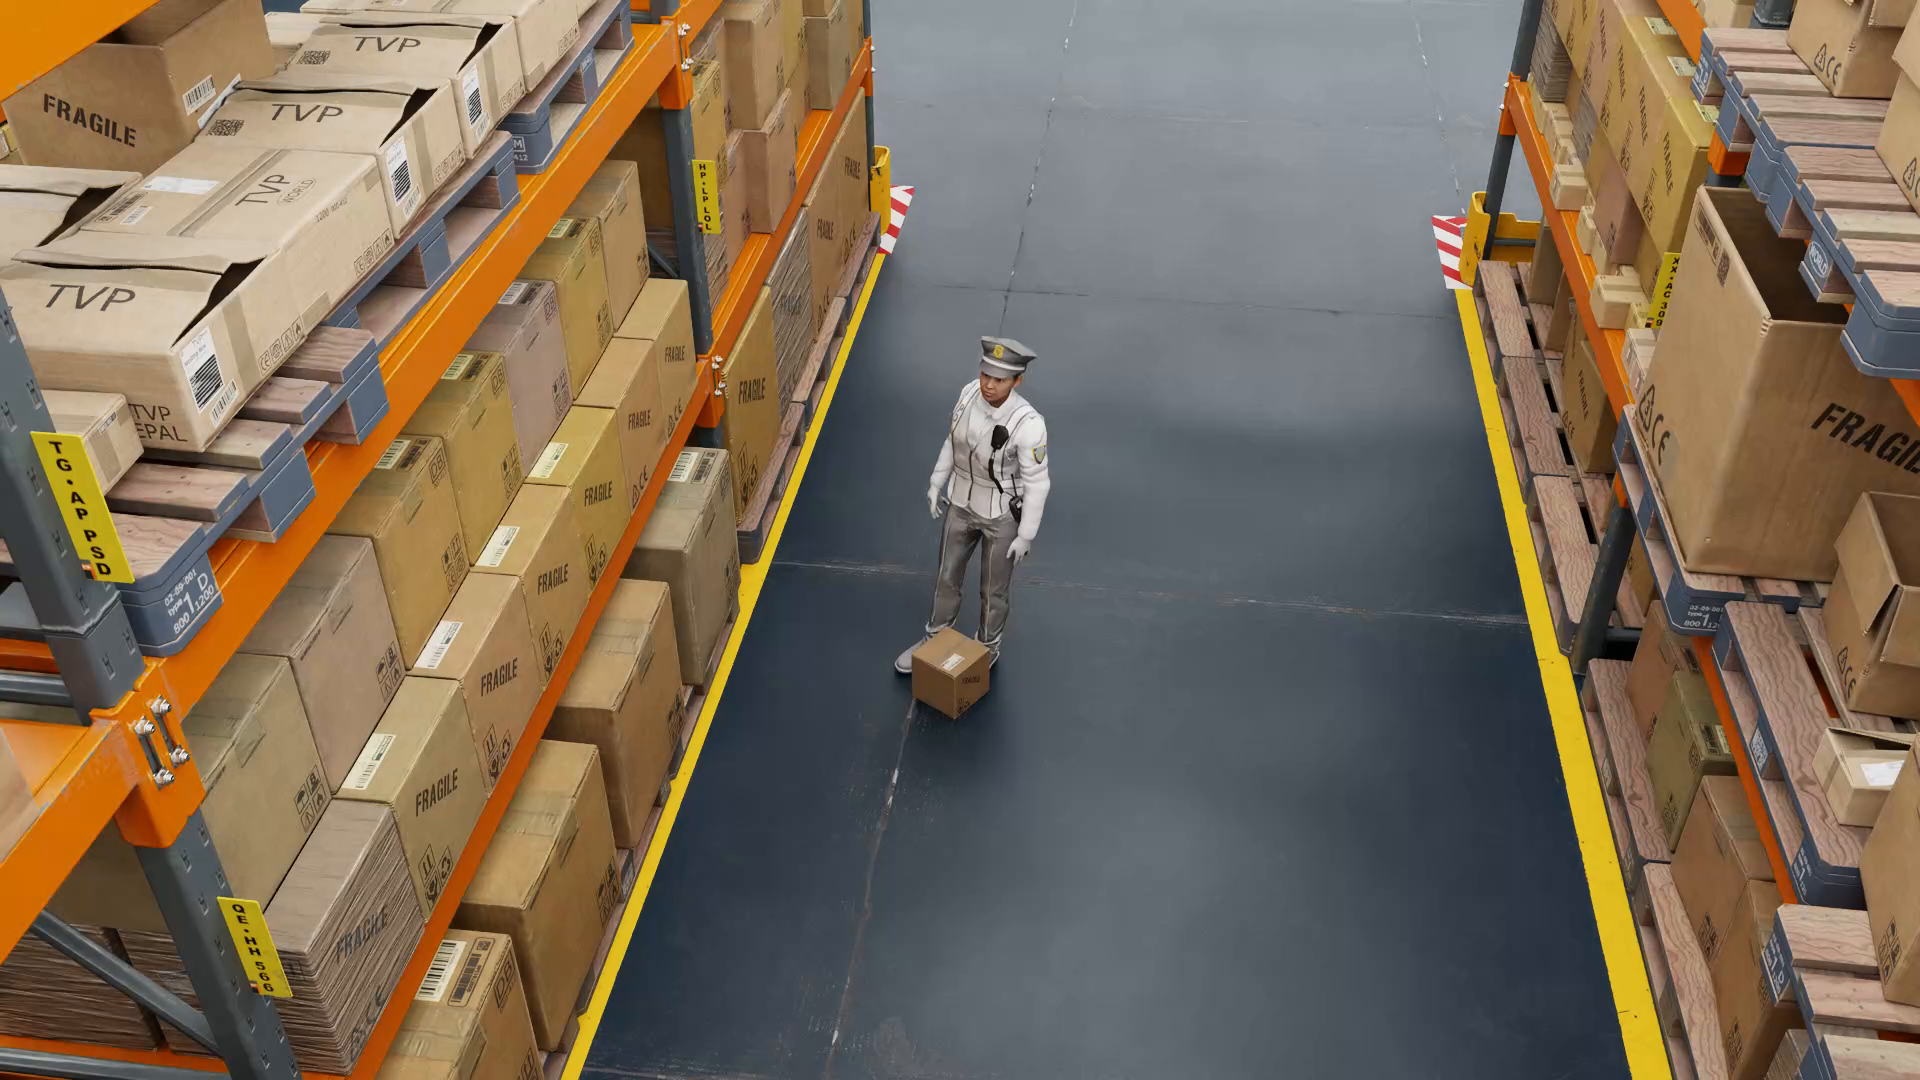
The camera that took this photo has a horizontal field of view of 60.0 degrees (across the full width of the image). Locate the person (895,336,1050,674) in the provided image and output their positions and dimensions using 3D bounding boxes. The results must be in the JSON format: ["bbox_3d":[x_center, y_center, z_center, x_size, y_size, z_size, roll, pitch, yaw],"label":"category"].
[{"bbox_3d":[0.070,-0.101,7.132,0.586,1.694,0.532,27,44,32],"label":"person"}]
